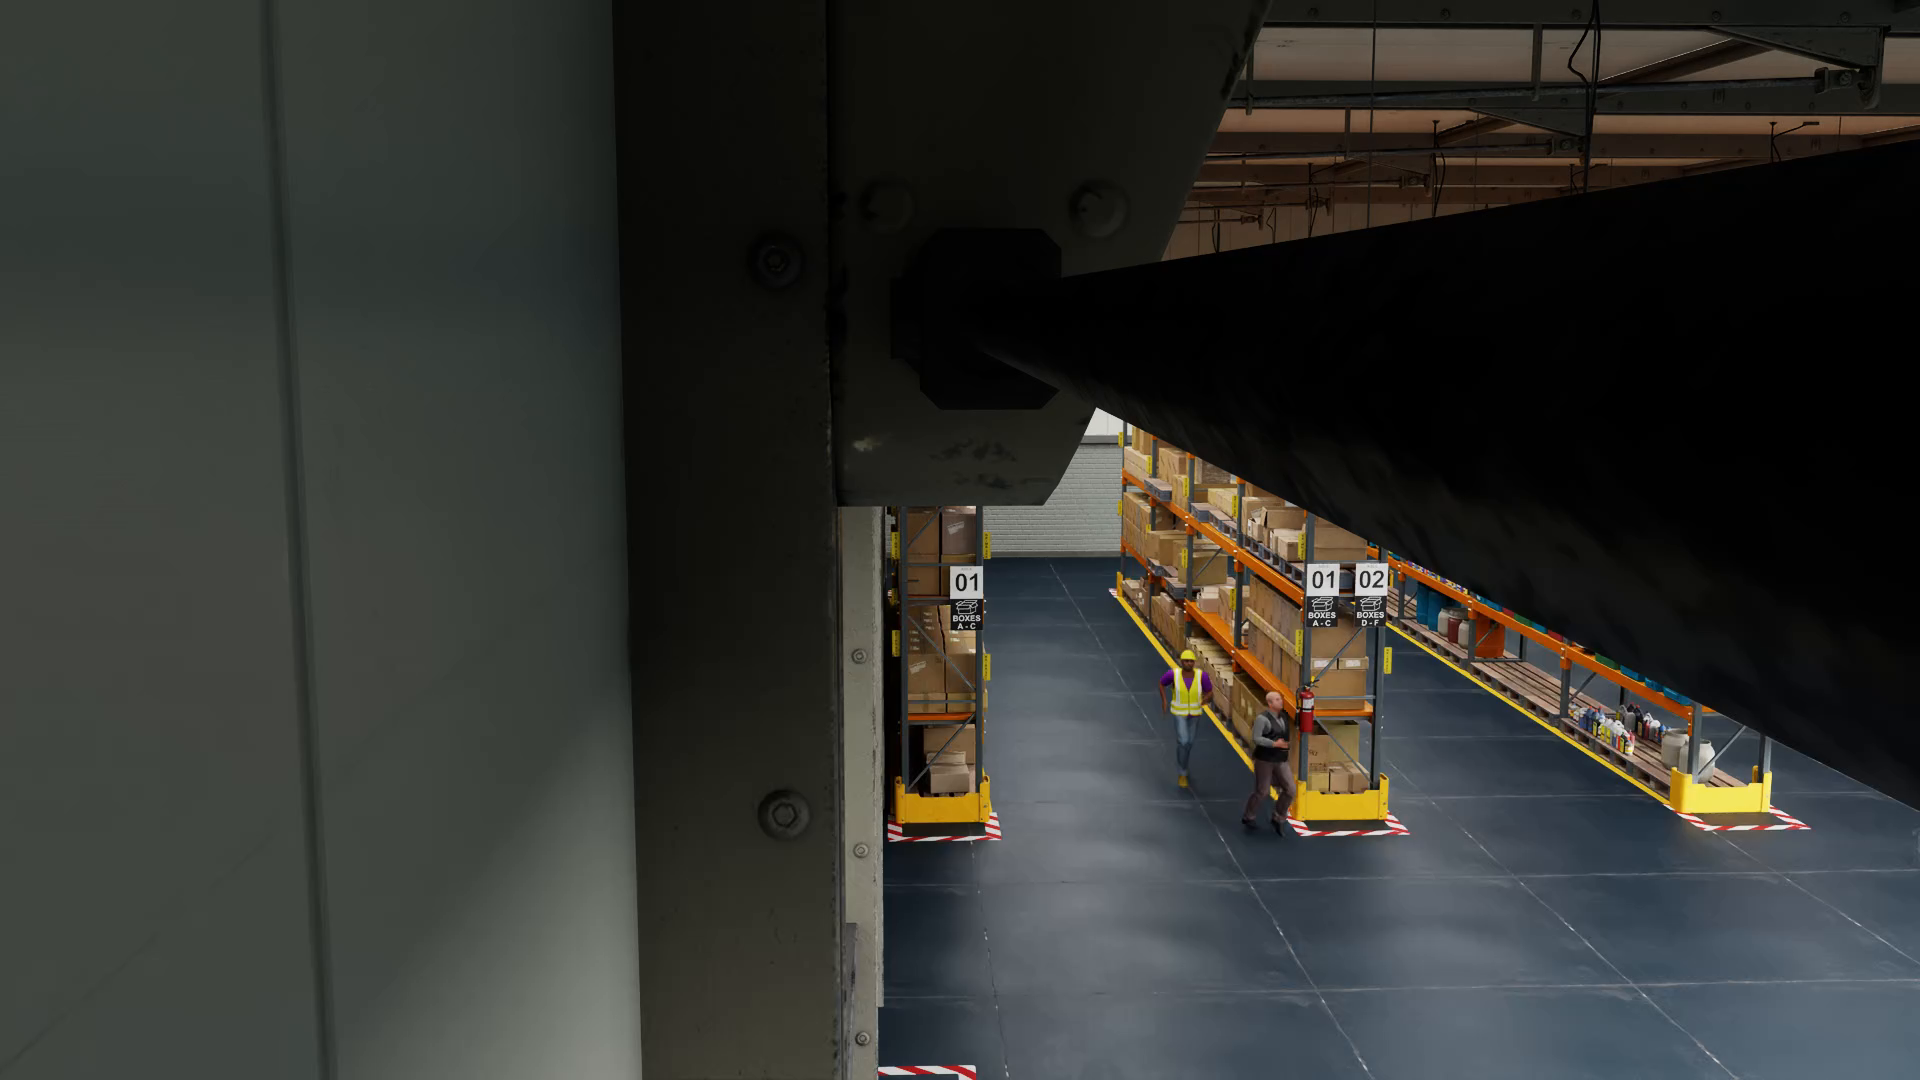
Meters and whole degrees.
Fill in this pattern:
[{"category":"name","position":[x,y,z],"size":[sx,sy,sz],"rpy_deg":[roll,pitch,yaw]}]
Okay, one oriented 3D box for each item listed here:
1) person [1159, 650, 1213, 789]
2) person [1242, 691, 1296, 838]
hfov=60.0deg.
[{"category":"person","position":[3.037,2.351,22.229],"size":[0.680,1.822,0.794],"rpy_deg":[-1,8,-8]},{"category":"person","position":[3.748,2.696,19.988],"size":[0.637,1.775,0.677],"rpy_deg":[-6,10,-36]}]
